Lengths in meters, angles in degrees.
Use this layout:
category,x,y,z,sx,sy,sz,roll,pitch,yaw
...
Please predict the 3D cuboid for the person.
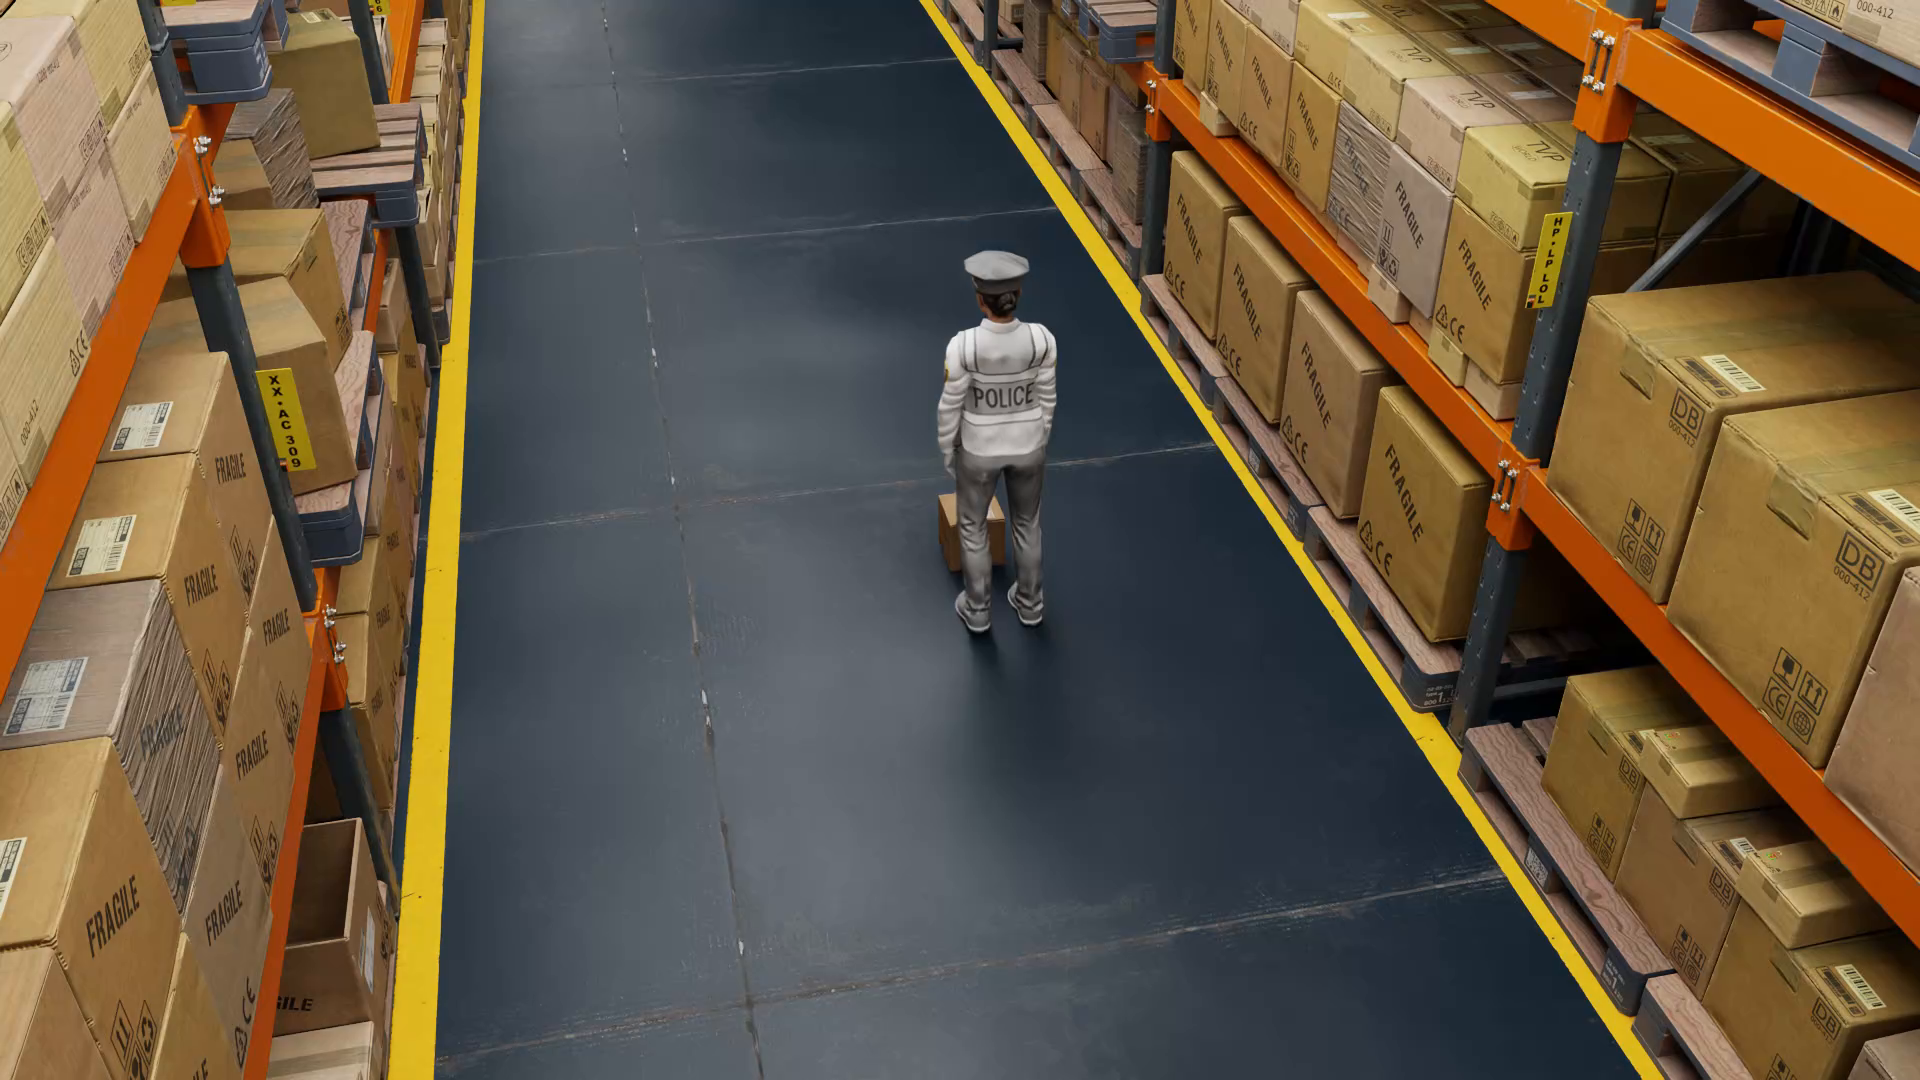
category,x,y,z,sx,sy,sz,roll,pitch,yaw
person,0.142,-0.362,6.677,0.471,1.661,0.327,-7,35,-9
